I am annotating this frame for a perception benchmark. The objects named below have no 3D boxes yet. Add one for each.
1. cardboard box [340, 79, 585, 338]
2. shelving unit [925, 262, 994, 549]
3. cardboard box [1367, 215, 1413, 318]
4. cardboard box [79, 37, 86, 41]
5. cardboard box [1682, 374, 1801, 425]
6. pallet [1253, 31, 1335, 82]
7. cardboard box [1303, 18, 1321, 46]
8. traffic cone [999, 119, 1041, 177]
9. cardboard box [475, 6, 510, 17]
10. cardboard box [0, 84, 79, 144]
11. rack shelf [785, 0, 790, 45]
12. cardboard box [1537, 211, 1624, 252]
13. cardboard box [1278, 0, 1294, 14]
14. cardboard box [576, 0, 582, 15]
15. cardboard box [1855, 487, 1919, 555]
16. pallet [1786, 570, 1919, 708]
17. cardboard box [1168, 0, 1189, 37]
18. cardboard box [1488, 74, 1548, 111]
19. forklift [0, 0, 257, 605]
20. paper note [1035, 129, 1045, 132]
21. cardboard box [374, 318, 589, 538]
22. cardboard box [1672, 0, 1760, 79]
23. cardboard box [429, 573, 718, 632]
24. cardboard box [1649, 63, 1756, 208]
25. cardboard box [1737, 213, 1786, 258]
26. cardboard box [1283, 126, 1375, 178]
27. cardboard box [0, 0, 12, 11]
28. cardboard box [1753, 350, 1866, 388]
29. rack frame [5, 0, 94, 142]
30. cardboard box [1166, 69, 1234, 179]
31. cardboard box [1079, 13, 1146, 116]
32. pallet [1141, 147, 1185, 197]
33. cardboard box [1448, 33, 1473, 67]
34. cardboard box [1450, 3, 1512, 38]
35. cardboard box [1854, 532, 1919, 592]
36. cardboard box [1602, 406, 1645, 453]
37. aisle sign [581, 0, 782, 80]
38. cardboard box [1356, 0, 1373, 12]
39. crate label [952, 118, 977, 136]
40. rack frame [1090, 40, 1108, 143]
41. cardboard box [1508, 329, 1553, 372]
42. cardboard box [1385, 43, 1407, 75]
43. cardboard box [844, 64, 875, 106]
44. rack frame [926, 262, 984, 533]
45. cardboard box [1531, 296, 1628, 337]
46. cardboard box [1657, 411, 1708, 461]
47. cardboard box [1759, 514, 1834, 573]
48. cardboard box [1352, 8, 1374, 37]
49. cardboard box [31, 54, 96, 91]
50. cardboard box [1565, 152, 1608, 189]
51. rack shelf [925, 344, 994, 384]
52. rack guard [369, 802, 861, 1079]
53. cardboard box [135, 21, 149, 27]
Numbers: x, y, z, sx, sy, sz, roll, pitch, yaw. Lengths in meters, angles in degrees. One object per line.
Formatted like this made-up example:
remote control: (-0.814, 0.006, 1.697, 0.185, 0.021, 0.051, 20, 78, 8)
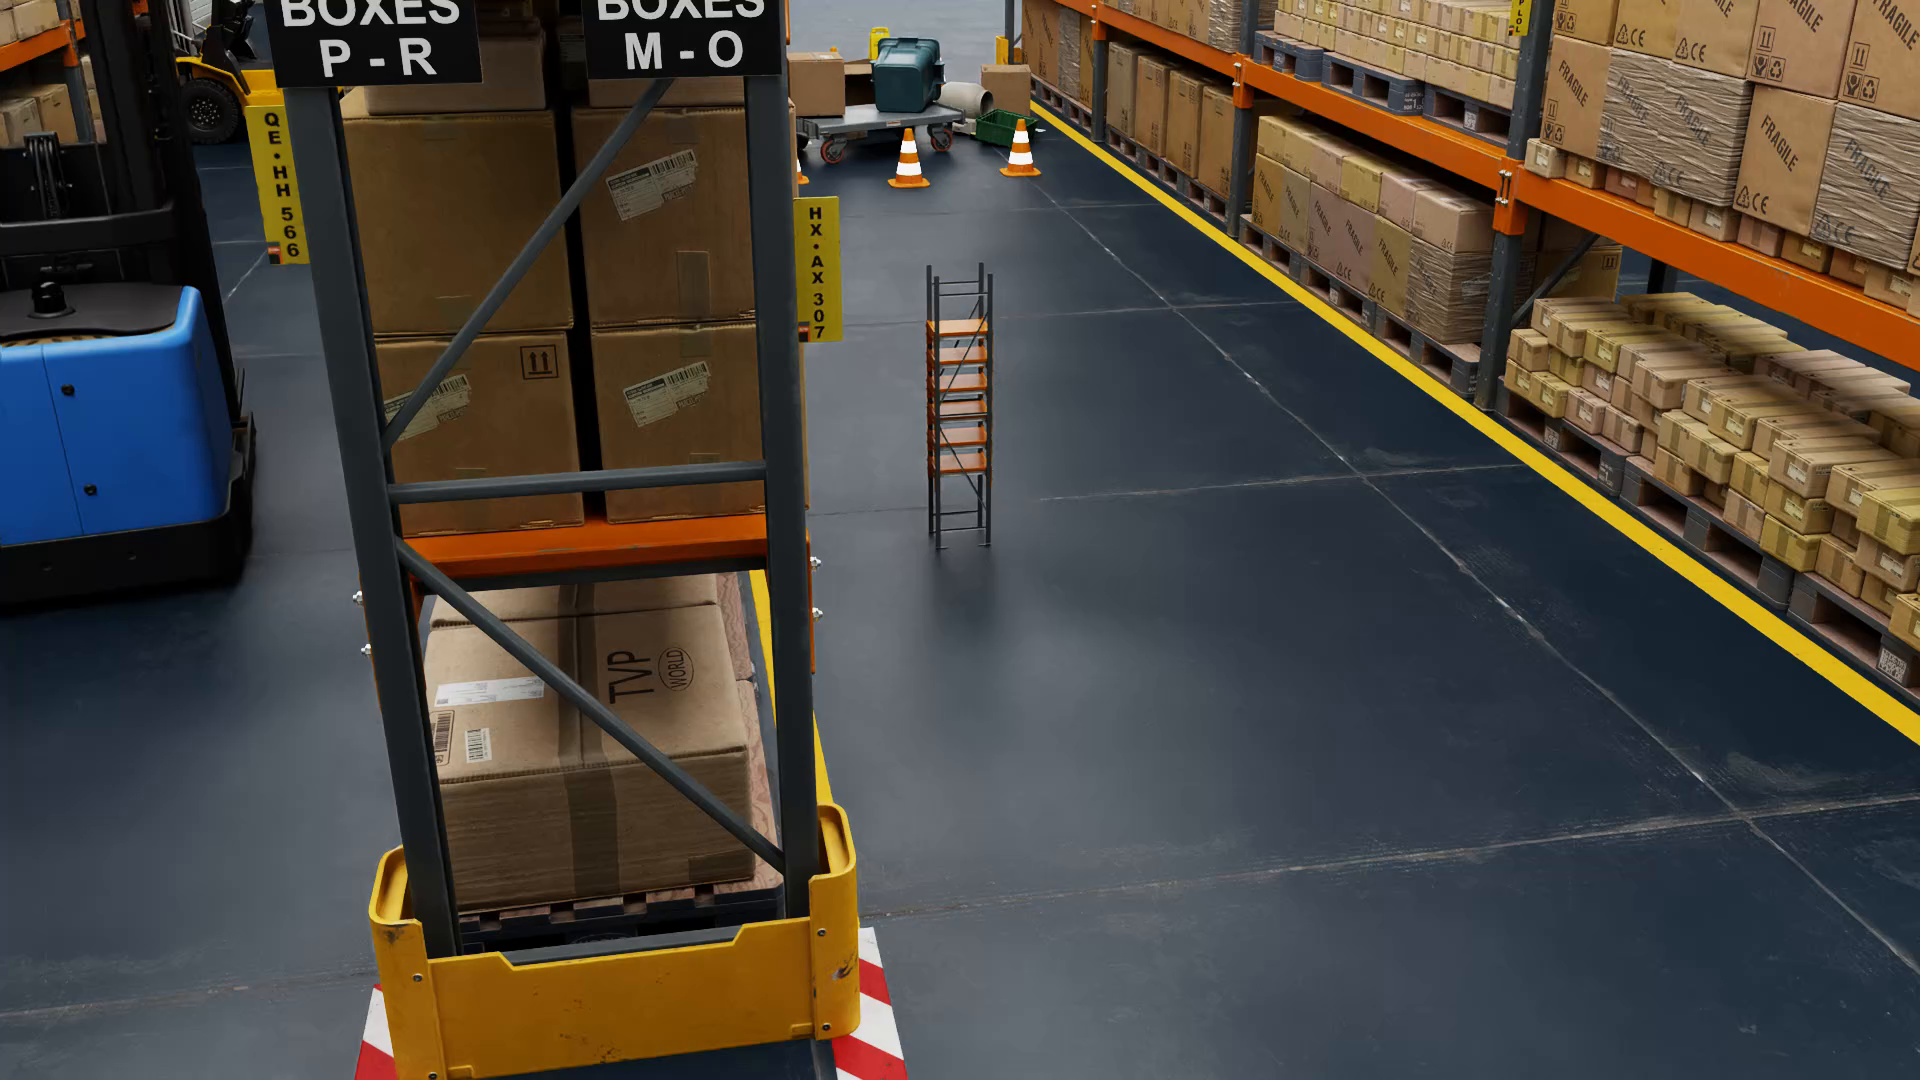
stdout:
cardboard box: (-1.184, -0.801, 3.963, 0.500, 0.500, 0.500, -4, 24, -8)
shelving unit: (-0.003, -0.556, 7.023, 0.258, 1.200, 0.189, -4, 24, -10)
cardboard box: (2.767, -1.626, 9.824, 0.500, 0.500, 0.500, -5, 24, -11)
cardboard box: (-8.528, -4.642, 15.791, 0.500, 0.250, 0.500, -5, 24, -11)
cardboard box: (3.362, -0.596, 7.161, 0.380, 0.149, 0.250, -5, 24, -12)
pallet: (2.742, -3.318, 11.338, 1.213, 0.211, 1.003, -4, 24, -10)
cardboard box: (2.490, -3.353, 10.968, 0.380, 0.149, 0.250, -3, 24, -7)
traffic cone: (0.530, -3.450, 14.570, 0.336, 0.463, 0.334, -4, 24, -10)
cardboard box: (-1.325, -1.246, 4.171, 0.380, 0.149, 0.250, -5, 24, -10)
cardboard box: (-7.850, -3.376, 13.675, 0.875, 0.625, 0.625, -3, 24, -7)
rack shelf: (-1.231, -1.957, 5.134, 1.077, 0.370, 4.000, -4, 24, -10)
cardboard box: (3.368, -1.806, 9.298, 0.500, 0.250, 0.500, -5, 24, -12)
cardboard box: (2.398, -3.687, 11.361, 0.380, 0.149, 0.250, -3, 24, -7)
cardboard box: (-1.663, -1.798, 6.246, 0.500, 0.500, 0.500, -5, 24, -10)
cardboard box: (3.475, -0.075, 5.968, 0.380, 0.149, 0.250, -5, 24, -11)
pallet: (3.856, 0.394, 6.083, 1.003, 0.211, 1.213, -4, 24, -10)
cardboard box: (1.975, -4.274, 13.164, 0.500, 0.500, 0.500, -5, 24, -11)
cardboard box: (2.977, -2.324, 8.612, 0.380, 0.149, 0.250, -5, 24, -11)
forklift: (-3.951, -1.640, 7.342, 1.130, 2.935, 3.031, -8, 25, -18)
paper note: (0.752, -4.089, 16.572, 0.142, 0.020, 0.147, 18, 29, 36)
cardboard box: (-1.210, -0.341, 4.159, 0.500, 0.500, 0.500, -4, 24, -9)
cardboard box: (3.263, -2.146, 6.671, 0.500, 0.500, 0.500, -4, 24, -9)
cardboard box: (-1.259, 0.245, 5.618, 0.875, 0.438, 0.875, -4, 24, -8)
cardboard box: (3.246, -1.679, 6.849, 0.500, 0.500, 0.500, -5, 24, -11)
cardboard box: (3.363, -1.238, 6.650, 0.380, 0.149, 0.250, -3, 24, -8)
cardboard box: (2.489, -2.580, 11.071, 0.500, 0.250, 0.500, -5, 24, -10)
cardboard box: (-7.424, -4.059, 12.360, 0.500, 0.250, 0.500, -4, 24, -9)
cardboard box: (3.819, -0.740, 7.491, 0.380, 0.149, 0.250, -5, 24, -12)
rack frame: (-7.957, -4.477, 13.752, 1.000, 3.000, 0.127, -4, 24, -10)
cardboard box: (2.317, -3.429, 13.641, 1.050, 0.750, 0.750, -4, 24, -9)
cardboard box: (1.719, -4.723, 16.446, 0.875, 0.875, 0.875, -4, 24, -9)
pallet: (2.212, -3.195, 14.301, 1.003, 0.211, 1.213, -4, 24, -10)
cardboard box: (2.885, -2.662, 9.014, 0.380, 0.149, 0.250, -3, 24, -7)
cardboard box: (2.883, -2.806, 8.972, 0.380, 0.149, 0.250, -5, 24, -11)
cardboard box: (3.509, 0.056, 6.041, 0.380, 0.149, 0.250, -5, 24, -12)
cardboard box: (3.239, -0.529, 7.751, 0.380, 0.149, 0.250, -5, 24, -11)
aisle sign: (-0.563, -1.310, 3.253, 0.394, 0.787, 0.004, -4, 24, -10)
cardboard box: (2.645, -3.315, 10.139, 0.380, 0.149, 0.250, -4, 24, -8)
crate label: (0.068, -4.084, 16.430, 0.250, 0.136, 0.298, 18, 29, 36)
rack frame: (1.766, -5.251, 15.526, 1.000, 3.000, 0.127, -4, 24, -10)
cardboard box: (2.998, -0.961, 8.368, 0.380, 0.149, 0.250, -3, 24, -7)
cardboard box: (2.733, -2.836, 9.785, 0.380, 0.149, 0.250, -3, 24, -7)
cardboard box: (-0.826, -4.466, 16.678, 0.797, 0.637, 0.503, -4, 24, -10)
rack frame: (-0.020, -0.592, 7.105, 0.240, 1.200, 0.006, -4, 24, -10)
cardboard box: (3.106, -1.113, 8.344, 0.380, 0.149, 0.250, -3, 24, -8)
cardboard box: (3.273, -0.454, 7.208, 0.380, 0.149, 0.250, -4, 24, -10)
cardboard box: (3.404, -0.005, 6.550, 0.380, 0.149, 0.250, -5, 24, -12)
cardboard box: (2.637, -3.180, 10.202, 0.380, 0.149, 0.250, -5, 24, -10)
cardboard box: (-7.738, -4.081, 14.507, 0.500, 0.250, 0.500, -5, 24, -11)
cardboard box: (3.097, -1.758, 7.841, 0.380, 0.149, 0.250, -4, 24, -8)
rack shelf: (-0.003, -0.735, 6.945, 0.258, 0.103, 0.180, -4, 24, -10)
rack guard: (-0.856, 1.030, 4.268, 1.175, 0.500, 0.348, -4, 24, -10)
cardboard box: (-8.205, -5.082, 16.800, 0.500, 0.250, 0.500, -4, 24, -9)
